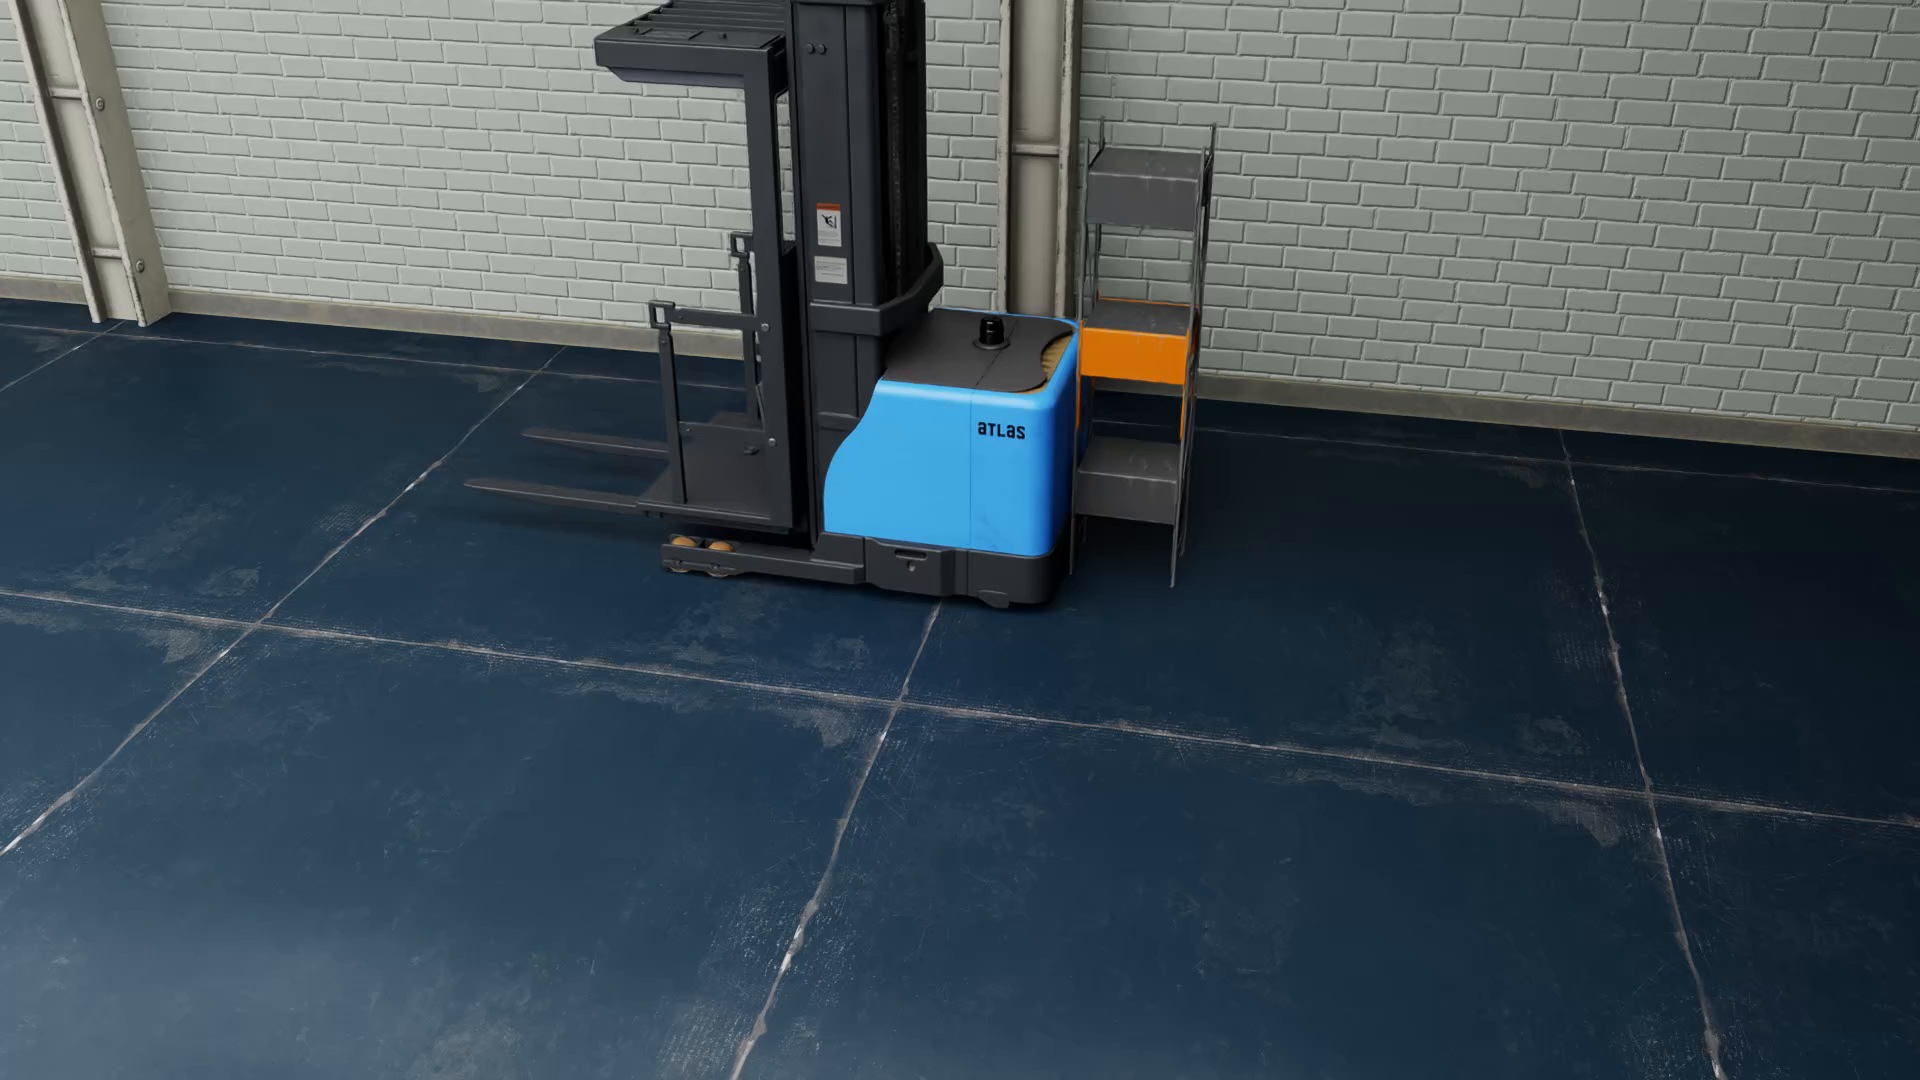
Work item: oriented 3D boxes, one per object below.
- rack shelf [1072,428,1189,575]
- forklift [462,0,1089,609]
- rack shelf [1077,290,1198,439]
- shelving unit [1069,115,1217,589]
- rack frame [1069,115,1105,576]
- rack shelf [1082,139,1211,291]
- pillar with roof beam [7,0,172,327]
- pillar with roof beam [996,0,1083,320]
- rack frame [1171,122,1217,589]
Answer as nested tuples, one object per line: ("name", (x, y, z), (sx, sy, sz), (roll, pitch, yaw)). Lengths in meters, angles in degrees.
("rack shelf", (0.813, -0.189, 7.895), (0.480, 0.518, 0.431), (7, 29, 12))
("forklift", (-0.937, -1.344, 7.652), (3.031, 2.935, 1.130), (7, 29, 12))
("rack shelf", (0.813, -0.803, 7.559), (0.480, 0.518, 0.431), (7, 29, 12))
("shelving unit", (0.813, -0.815, 7.552), (0.503, 2.100, 0.431), (7, 29, 12))
("rack frame", (0.576, -0.844, 7.605), (0.015, 2.100, 0.400), (7, 29, 12))
("rack shelf", (0.813, -1.417, 7.222), (0.480, 0.518, 0.431), (7, 29, 12))
("pillar with roof beam", (-6.336, -3.400, 5.090), (0.400, 9.000, 9.100), (6, 29, 11))
("pillar with roof beam", (-0.468, -2.799, 3.991), (0.400, 9.000, 9.100), (6, 29, 11))
("rack frame", (1.049, -0.786, 7.499), (0.015, 2.100, 0.400), (7, 29, 12))
